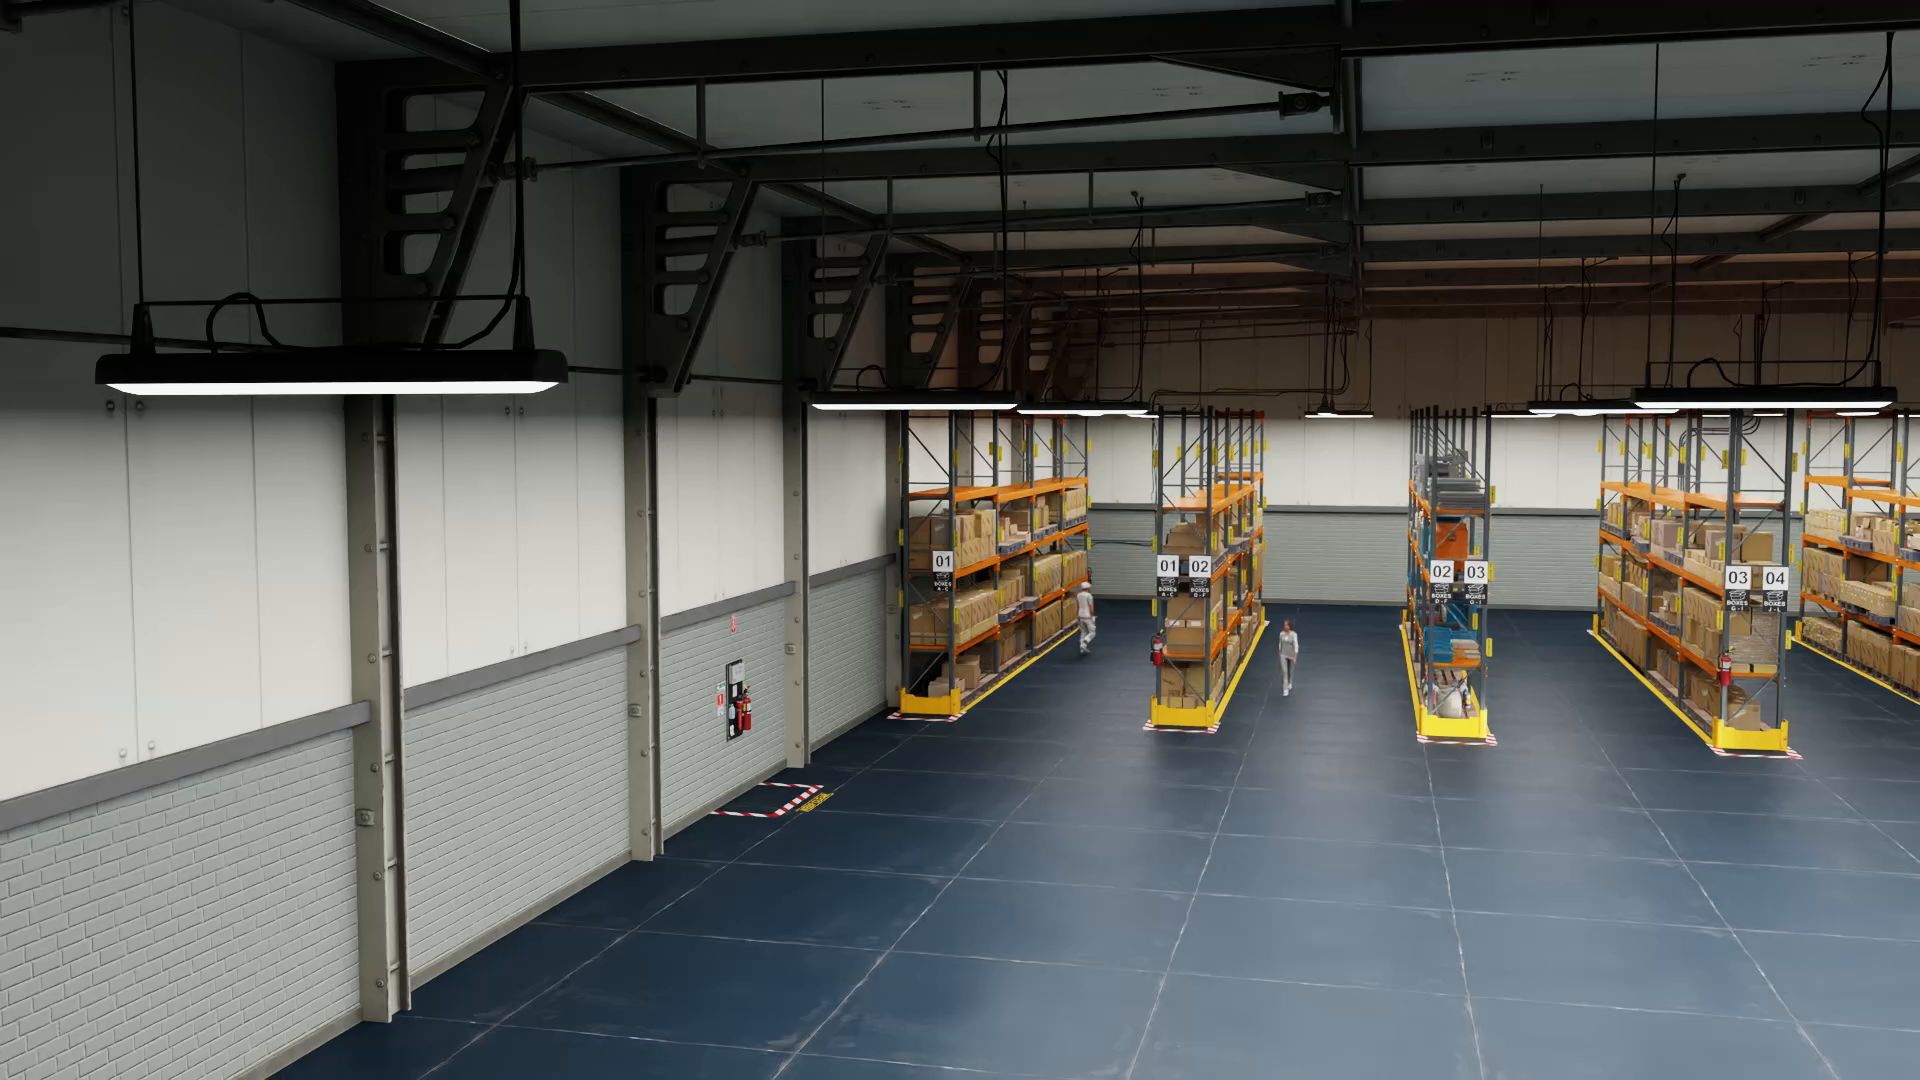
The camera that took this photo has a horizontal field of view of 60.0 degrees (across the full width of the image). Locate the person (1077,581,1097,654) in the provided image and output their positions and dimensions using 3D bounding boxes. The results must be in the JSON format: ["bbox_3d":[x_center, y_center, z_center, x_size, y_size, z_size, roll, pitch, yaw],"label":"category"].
[{"bbox_3d":[3.043,1.906,40.673,0.461,1.791,0.575,-3,5,-36],"label":"person"}]

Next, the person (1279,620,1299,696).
[{"bbox_3d":[6.878,2.447,34.804,0.385,1.520,1.009,0,4,5],"label":"person"}]
